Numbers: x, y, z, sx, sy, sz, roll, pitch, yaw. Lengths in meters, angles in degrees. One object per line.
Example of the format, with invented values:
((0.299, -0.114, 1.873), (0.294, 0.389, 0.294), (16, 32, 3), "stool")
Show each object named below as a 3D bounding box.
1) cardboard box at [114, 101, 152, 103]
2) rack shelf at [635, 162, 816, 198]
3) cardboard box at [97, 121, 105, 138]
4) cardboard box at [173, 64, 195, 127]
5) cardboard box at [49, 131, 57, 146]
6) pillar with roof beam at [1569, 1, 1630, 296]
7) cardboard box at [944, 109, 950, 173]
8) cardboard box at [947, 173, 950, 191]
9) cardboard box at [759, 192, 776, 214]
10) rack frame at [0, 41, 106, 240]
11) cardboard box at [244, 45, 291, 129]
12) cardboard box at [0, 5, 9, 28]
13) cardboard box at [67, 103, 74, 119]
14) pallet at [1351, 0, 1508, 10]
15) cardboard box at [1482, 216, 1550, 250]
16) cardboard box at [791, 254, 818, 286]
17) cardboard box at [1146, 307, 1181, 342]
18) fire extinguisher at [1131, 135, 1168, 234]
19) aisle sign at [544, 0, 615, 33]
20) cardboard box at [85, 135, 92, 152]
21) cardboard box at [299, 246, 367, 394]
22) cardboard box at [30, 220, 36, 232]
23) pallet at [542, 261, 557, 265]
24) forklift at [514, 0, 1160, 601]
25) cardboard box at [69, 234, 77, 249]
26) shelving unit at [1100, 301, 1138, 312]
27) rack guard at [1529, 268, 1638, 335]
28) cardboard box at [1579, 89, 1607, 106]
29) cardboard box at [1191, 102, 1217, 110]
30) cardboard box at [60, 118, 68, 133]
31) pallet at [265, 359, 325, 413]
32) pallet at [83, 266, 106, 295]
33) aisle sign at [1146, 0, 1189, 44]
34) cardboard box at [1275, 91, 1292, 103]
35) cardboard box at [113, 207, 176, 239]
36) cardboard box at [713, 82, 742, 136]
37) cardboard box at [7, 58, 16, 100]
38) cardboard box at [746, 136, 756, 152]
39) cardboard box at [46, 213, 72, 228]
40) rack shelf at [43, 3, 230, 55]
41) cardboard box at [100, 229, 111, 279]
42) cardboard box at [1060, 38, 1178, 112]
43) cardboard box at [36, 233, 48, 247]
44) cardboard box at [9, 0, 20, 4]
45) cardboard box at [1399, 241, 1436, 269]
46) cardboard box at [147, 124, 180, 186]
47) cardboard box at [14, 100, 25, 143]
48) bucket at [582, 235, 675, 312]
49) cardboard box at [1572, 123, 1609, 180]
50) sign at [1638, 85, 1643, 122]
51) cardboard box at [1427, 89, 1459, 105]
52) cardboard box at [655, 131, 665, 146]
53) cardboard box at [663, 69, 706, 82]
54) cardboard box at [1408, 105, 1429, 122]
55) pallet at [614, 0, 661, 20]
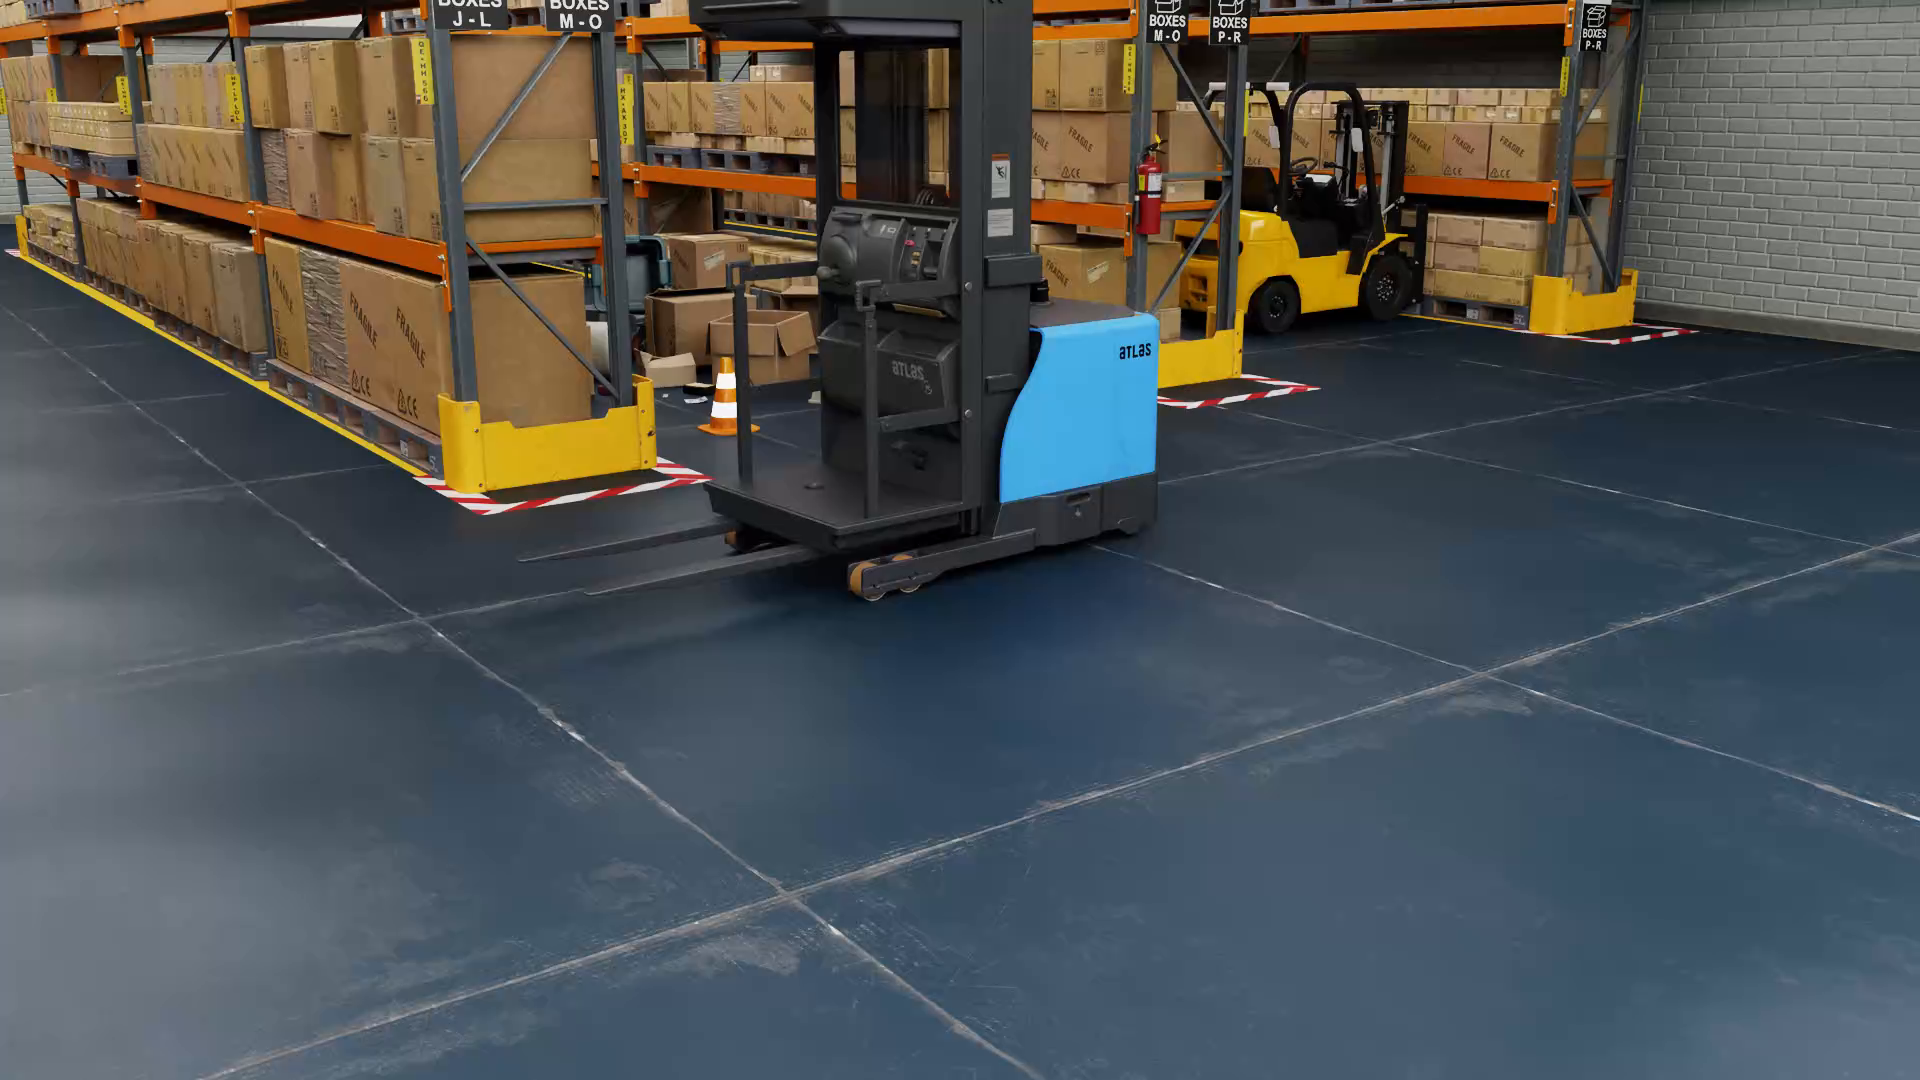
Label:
((-8.980, -4.698, 18.111), (0.380, 0.149, 0.250), (-10, 18, -32), "cardboard box")
((-1.901, -3.546, 16.714), (1.077, 0.370, 4.000), (-11, 19, -35), "rack shelf")
((-7.839, -3.847, 15.566), (0.380, 0.149, 0.250), (-10, 18, -32), "cardboard box")
((-6.164, -3.747, 14.000), (0.700, 0.500, 0.500), (-11, 19, -35), "cardboard box")
((-9.514, -4.311, 17.824), (0.380, 0.149, 0.250), (-12, 19, -37), "cardboard box")
((2.477, -5.897, 12.577), (9.100, 9.000, 0.400), (-11, 19, -35), "pillar with roof beam")
((0.220, -3.203, 13.345), (0.500, 0.500, 0.500), (-11, 19, -34), "cardboard box")
((0.116, -2.904, 13.480), (0.380, 0.149, 0.250), (-11, 19, -35), "cardboard box")
((-2.784, -5.335, 25.824), (0.500, 0.500, 0.500), (-10, 18, -34), "cardboard box")
((-11.726, -5.239, 21.535), (1.000, 3.000, 0.127), (-11, 19, -35), "rack frame")
((-4.481, -3.185, 11.703), (0.875, 0.550, 0.550), (-11, 19, -35), "cardboard box")
((-11.362, -6.365, 20.250), (0.500, 0.250, 0.500), (-10, 18, -33), "cardboard box")
((-8.753, -4.322, 16.737), (0.380, 0.149, 0.250), (-10, 18, -32), "cardboard box")
((4.523, -5.203, 15.891), (1.003, 0.211, 1.213), (-11, 19, -35), "pallet")
((5.116, -2.792, 15.114), (0.500, 0.250, 0.500), (-10, 18, -33), "cardboard box")
((-1.036, -2.513, 15.758), (0.950, 0.372, 0.625), (-11, 19, -34), "cardboard box")
((1.376, -1.704, 13.032), (0.500, 0.250, 0.500), (-11, 19, -35), "cardboard box")
((1.321, -2.479, 11.598), (0.296, 0.674, 0.183), (-11, 19, -35), "fire extinguisher")
((-2.034, -3.108, 8.824), (0.394, 0.787, 0.004), (-11, 19, -35), "aisle sign")
((-8.283, -3.865, 16.196), (0.380, 0.149, 0.250), (-12, 19, -37), "cardboard box")
((-3.824, -1.517, 11.166), (0.875, 0.875, 0.875), (-11, 19, -34), "cardboard box")
((-11.510, -3.991, 21.017), (0.380, 0.149, 0.250), (-11, 19, -35), "cardboard box")
((-4.915, -3.677, 21.109), (1.003, 0.211, 1.213), (-11, 19, -35), "pallet")
((-0.487, -1.308, 7.303), (3.031, 2.935, 1.130), (-12, 20, -38), "forklift")
((-9.816, -3.374, 18.761), (0.380, 0.149, 0.250), (-10, 18, -33), "cardboard box")
((0.744, -0.687, 8.597), (0.215, 1.050, 0.252), (-13, 20, -39), "shelving unit")
((5.653, -2.173, 15.067), (1.175, 0.500, 0.348), (-11, 19, -35), "rack guard")
((5.615, -3.993, 15.001), (0.380, 0.149, 0.250), (-11, 19, -36), "cardboard box")
((2.741, -4.689, 18.110), (0.380, 0.149, 0.250), (-11, 19, -35), "cardboard box")
((-9.055, -4.289, 17.180), (0.380, 0.149, 0.250), (-12, 19, -37), "cardboard box")
((-4.286, -1.157, 11.903), (1.003, 0.211, 1.213), (-11, 19, -35), "pallet")
((-8.915, -2.874, 18.176), (1.003, 0.211, 1.213), (-11, 19, -35), "pallet")
((1.428, -3.808, 11.382), (0.394, 0.787, 0.004), (-11, 19, -35), "aisle sign")
((3.476, -4.589, 17.179), (0.380, 0.149, 0.250), (-11, 19, -34), "cardboard box")
((-7.942, -3.101, 16.242), (0.500, 0.250, 0.500), (-11, 19, -34), "cardboard box")
((-2.082, -4.252, 16.382), (0.500, 0.500, 0.500), (-12, 19, -37), "cardboard box")
((-11.375, -5.669, 20.460), (0.500, 0.500, 0.500), (-10, 18, -33), "cardboard box")
((-1.839, -3.835, 16.086), (0.380, 0.149, 0.250), (-11, 19, -35), "cardboard box")
((-10.620, -3.802, 19.762), (0.380, 0.149, 0.250), (-12, 19, -36), "cardboard box")
((-8.198, -5.057, 16.553), (1.077, 0.370, 4.000), (-11, 19, -35), "rack shelf")
((-8.522, -2.960, 17.149), (0.500, 0.500, 0.500), (-10, 18, -34), "cardboard box")
((1.150, -3.361, 12.028), (0.700, 0.500, 0.500), (-11, 19, -36), "cardboard box")
((-11.243, -3.738, 20.656), (0.380, 0.149, 0.250), (-11, 19, -34), "cardboard box")
((-10.784, -6.392, 19.401), (0.500, 0.250, 0.500), (-12, 19, -37), "cardboard box")
((4.494, -2.772, 15.988), (0.500, 0.250, 0.500), (-11, 19, -36), "cardboard box")
((-6.675, -3.333, 14.382), (0.500, 0.500, 0.500), (-11, 19, -35), "cardboard box")
((-11.350, -5.181, 20.572), (0.500, 0.500, 0.500), (-11, 19, -34), "cardboard box")
((-2.725, -2.159, 13.606), (0.726, 0.611, 0.620), (-4, 6, -15), "bucket")
((5.573, -3.581, 15.287), (0.500, 0.500, 0.500), (-10, 18, -33), "cardboard box")
((6.092, -3.924, 14.941), (0.100, 0.325, 0.005), (-11, 19, -35), "sign")
((4.583, -4.134, 15.518), (0.380, 0.149, 0.250), (-10, 18, -33), "cardboard box")
((-3.037, -4.304, 17.798), (0.380, 0.149, 0.250), (-12, 19, -38), "cardboard box")
((-3.169, -4.994, 18.558), (0.500, 0.500, 0.500), (-12, 19, -36), "cardboard box")
((4.435, -4.045, 15.756), (0.380, 0.149, 0.250), (-11, 19, -34), "cardboard box")
((-3.499, -5.805, 18.281), (1.213, 0.211, 1.003), (-10, 18, -32), "pallet")
